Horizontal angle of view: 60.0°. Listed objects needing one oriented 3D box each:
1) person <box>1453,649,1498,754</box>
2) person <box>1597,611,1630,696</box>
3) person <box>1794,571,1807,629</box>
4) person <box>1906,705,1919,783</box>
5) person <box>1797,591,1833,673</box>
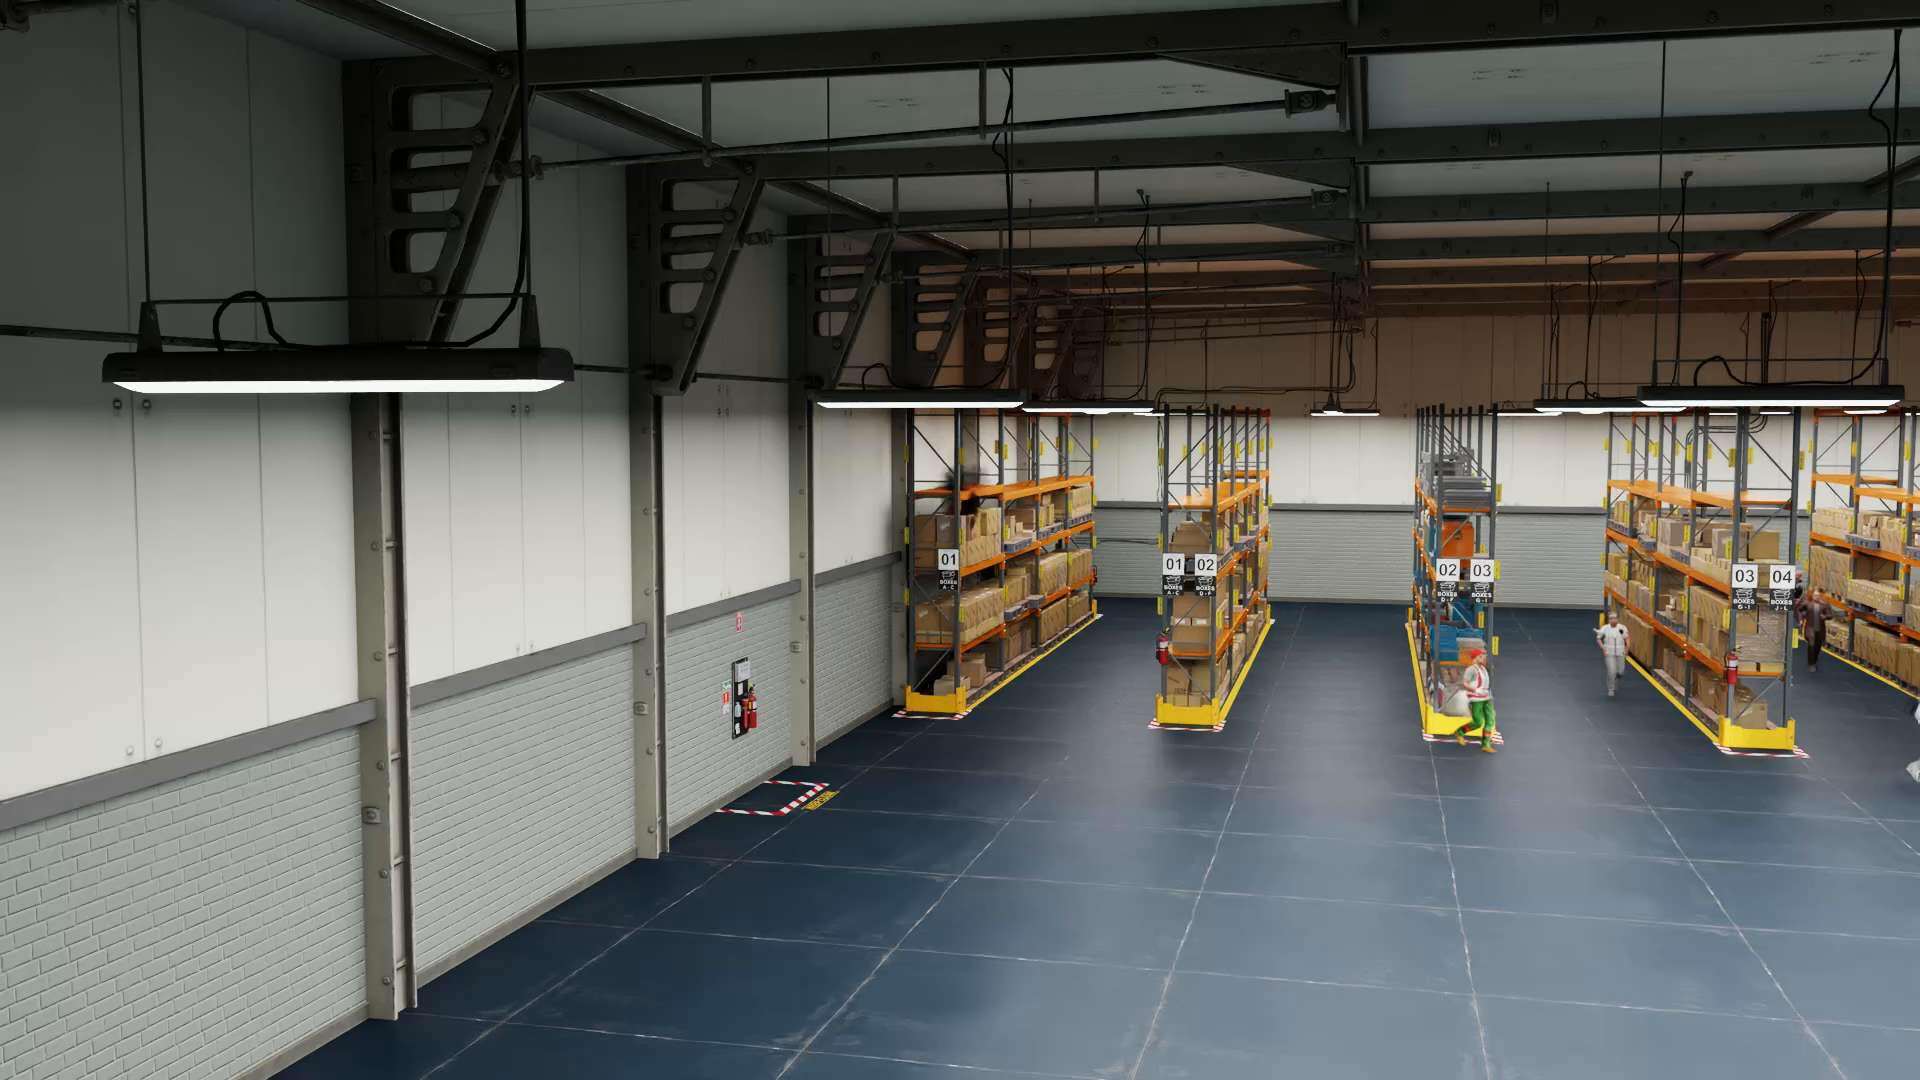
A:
[{"bbox_3d":[8.891,2.764,28.620,0.672,1.784,0.772,-4,6,-42],"label":"person"},{"bbox_3d":[13.568,2.347,34.518,0.661,1.755,0.559,1,4,13],"label":"person"},{"bbox_3d":[22.346,1.640,44.542,0.860,1.666,0.805,1,4,7],"label":"person"},{"bbox_3d":[14.988,2.987,25.516,0.652,1.782,0.862,-3,5,-32],"label":"person"},{"bbox_3d":[19.439,2.070,37.817,0.675,1.832,0.903,1,4,14],"label":"person"}]
